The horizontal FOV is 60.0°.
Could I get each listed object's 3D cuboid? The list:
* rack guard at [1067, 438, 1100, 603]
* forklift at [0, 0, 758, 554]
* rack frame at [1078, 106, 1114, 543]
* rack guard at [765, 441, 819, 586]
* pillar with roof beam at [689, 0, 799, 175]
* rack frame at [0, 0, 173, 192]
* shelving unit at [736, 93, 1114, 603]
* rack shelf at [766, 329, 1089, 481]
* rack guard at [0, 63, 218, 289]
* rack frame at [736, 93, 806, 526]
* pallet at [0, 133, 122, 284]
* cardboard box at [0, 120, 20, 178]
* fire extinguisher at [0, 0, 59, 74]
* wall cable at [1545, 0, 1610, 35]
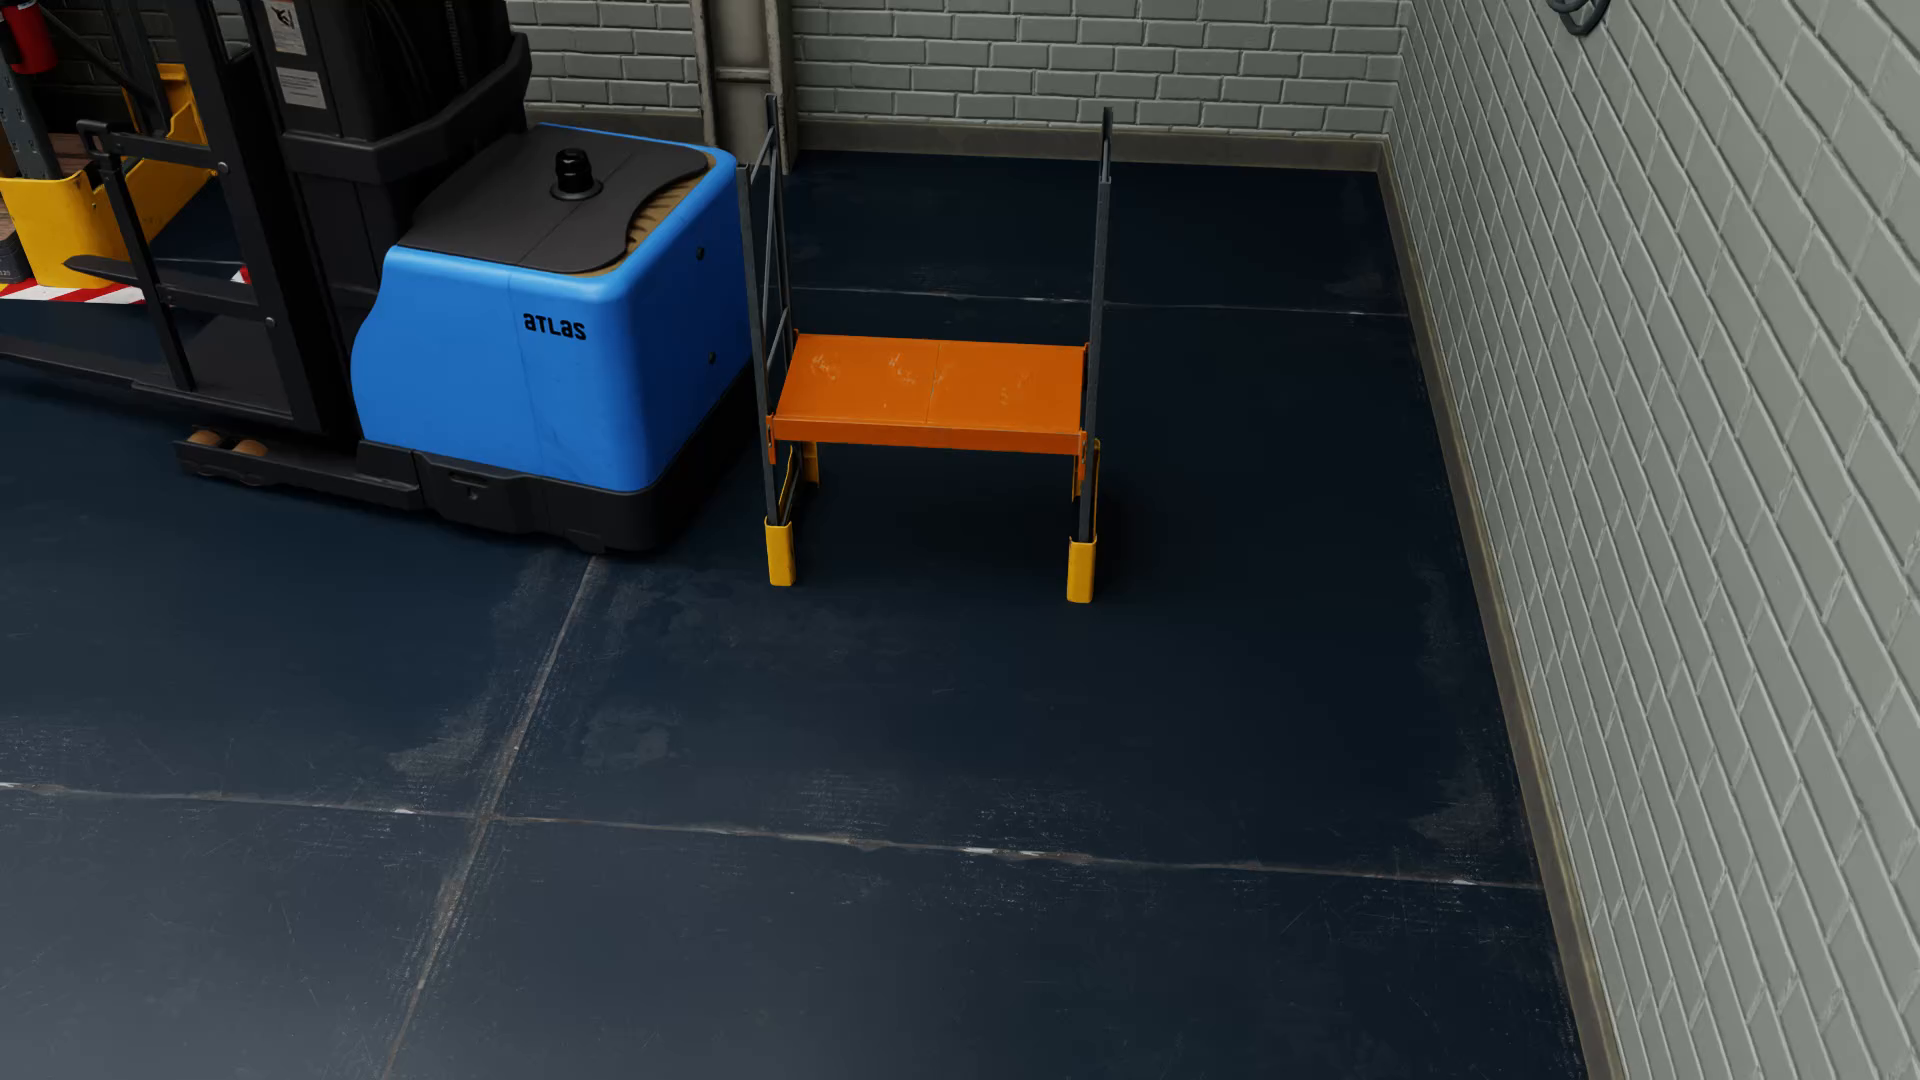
[{"bbox_3d":[0.420,-0.074,5.643,0.087,0.250,0.587,3,39,4],"label":"rack guard"},{"bbox_3d":[-2.306,-1.634,5.436,3.031,2.935,1.130,12,41,14],"label":"forklift"},{"bbox_3d":[0.421,-0.559,5.248,0.032,1.500,0.500,3,39,4],"label":"rack frame"},{"bbox_3d":[-0.572,-0.128,5.710,0.087,0.250,0.587,3,39,4],"label":"rack guard"},{"bbox_3d":[-1.363,-2.619,1.840,0.400,9.000,9.100,3,39,4],"label":"pillar with roof beam"},{"bbox_3d":[-3.756,-2.603,6.572,0.127,3.000,1.000,3,39,4],"label":"rack frame"},{"bbox_3d":[-0.076,-0.586,5.282,1.083,1.500,0.587,3,39,4],"label":"shelving unit"},{"bbox_3d":[-0.085,-0.447,5.396,1.000,0.185,0.538,3,39,4],"label":"rack shelf"},{"bbox_3d":[-3.732,-1.633,7.360,0.348,0.500,1.175,3,39,4],"label":"rack guard"},{"bbox_3d":[-0.591,-0.614,5.316,0.032,1.500,0.500,3,39,4],"label":"rack frame"},{"bbox_3d":[-4.559,-1.516,7.446,1.213,0.211,1.003,3,39,4],"label":"pallet"},{"bbox_3d":[-4.462,-1.772,7.198,0.500,0.500,0.700,3,39,4],"label":"cardboard box"},{"bbox_3d":[-3.646,-2.130,6.348,0.183,0.674,0.296,3,39,4],"label":"fire extinguisher"},{"bbox_3d":[1.848,-3.193,5.004,0.112,2.526,3.097,3,39,4],"label":"wall cable"}]
